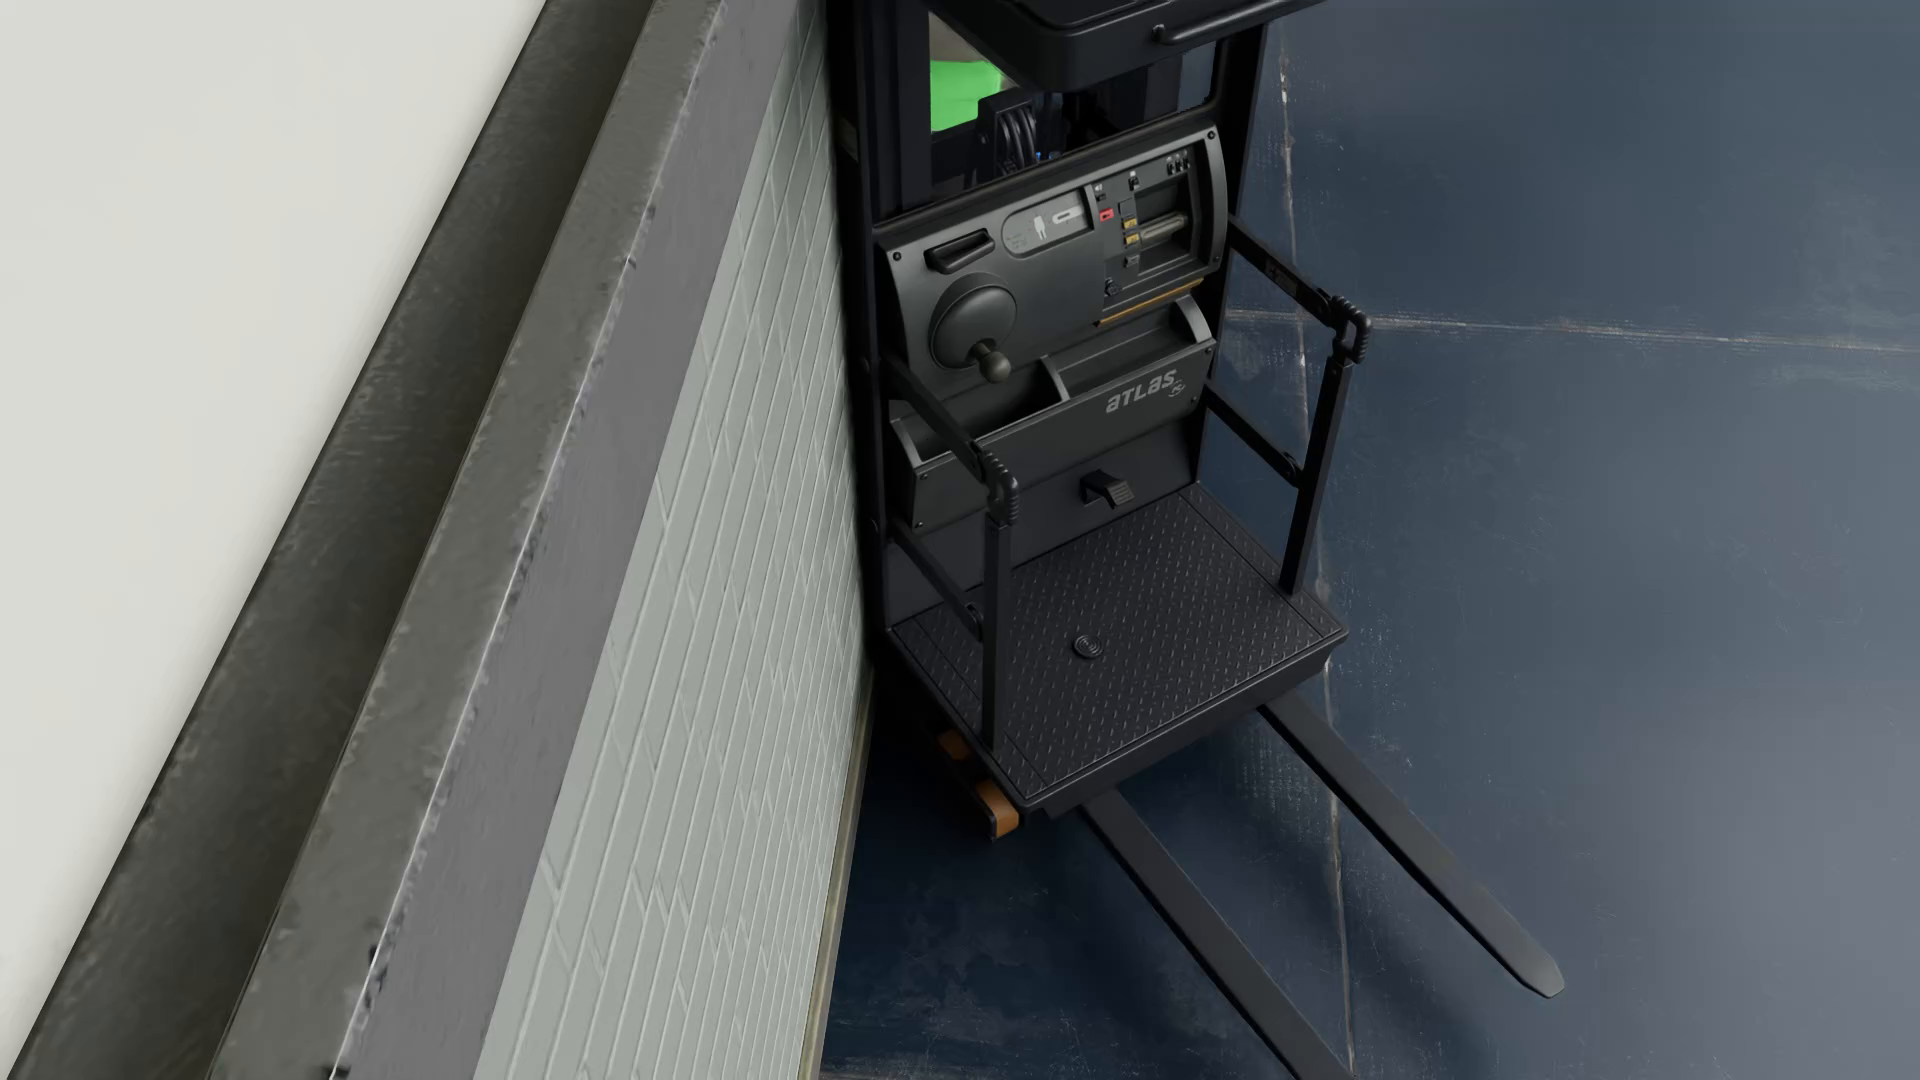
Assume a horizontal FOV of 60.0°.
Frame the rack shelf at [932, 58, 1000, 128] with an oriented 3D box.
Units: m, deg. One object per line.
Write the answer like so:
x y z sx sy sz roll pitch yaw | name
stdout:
-0.017 -1.273 5.010 0.258 0.148 0.480 3 45 4 | rack shelf

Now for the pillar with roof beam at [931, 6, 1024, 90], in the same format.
4.331 -3.639 2.480 9.100 9.000 0.400 4 48 4 | pillar with roof beam

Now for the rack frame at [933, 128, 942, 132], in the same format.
-0.033 -0.806 5.132 0.240 1.200 0.015 3 45 4 | rack frame

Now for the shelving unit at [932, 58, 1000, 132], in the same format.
-0.014 -0.978 5.304 0.258 1.200 0.503 3 45 4 | shelving unit

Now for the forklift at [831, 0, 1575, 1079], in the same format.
0.370 -0.590 3.803 1.130 2.935 3.031 -26 53 -22 | forklift
